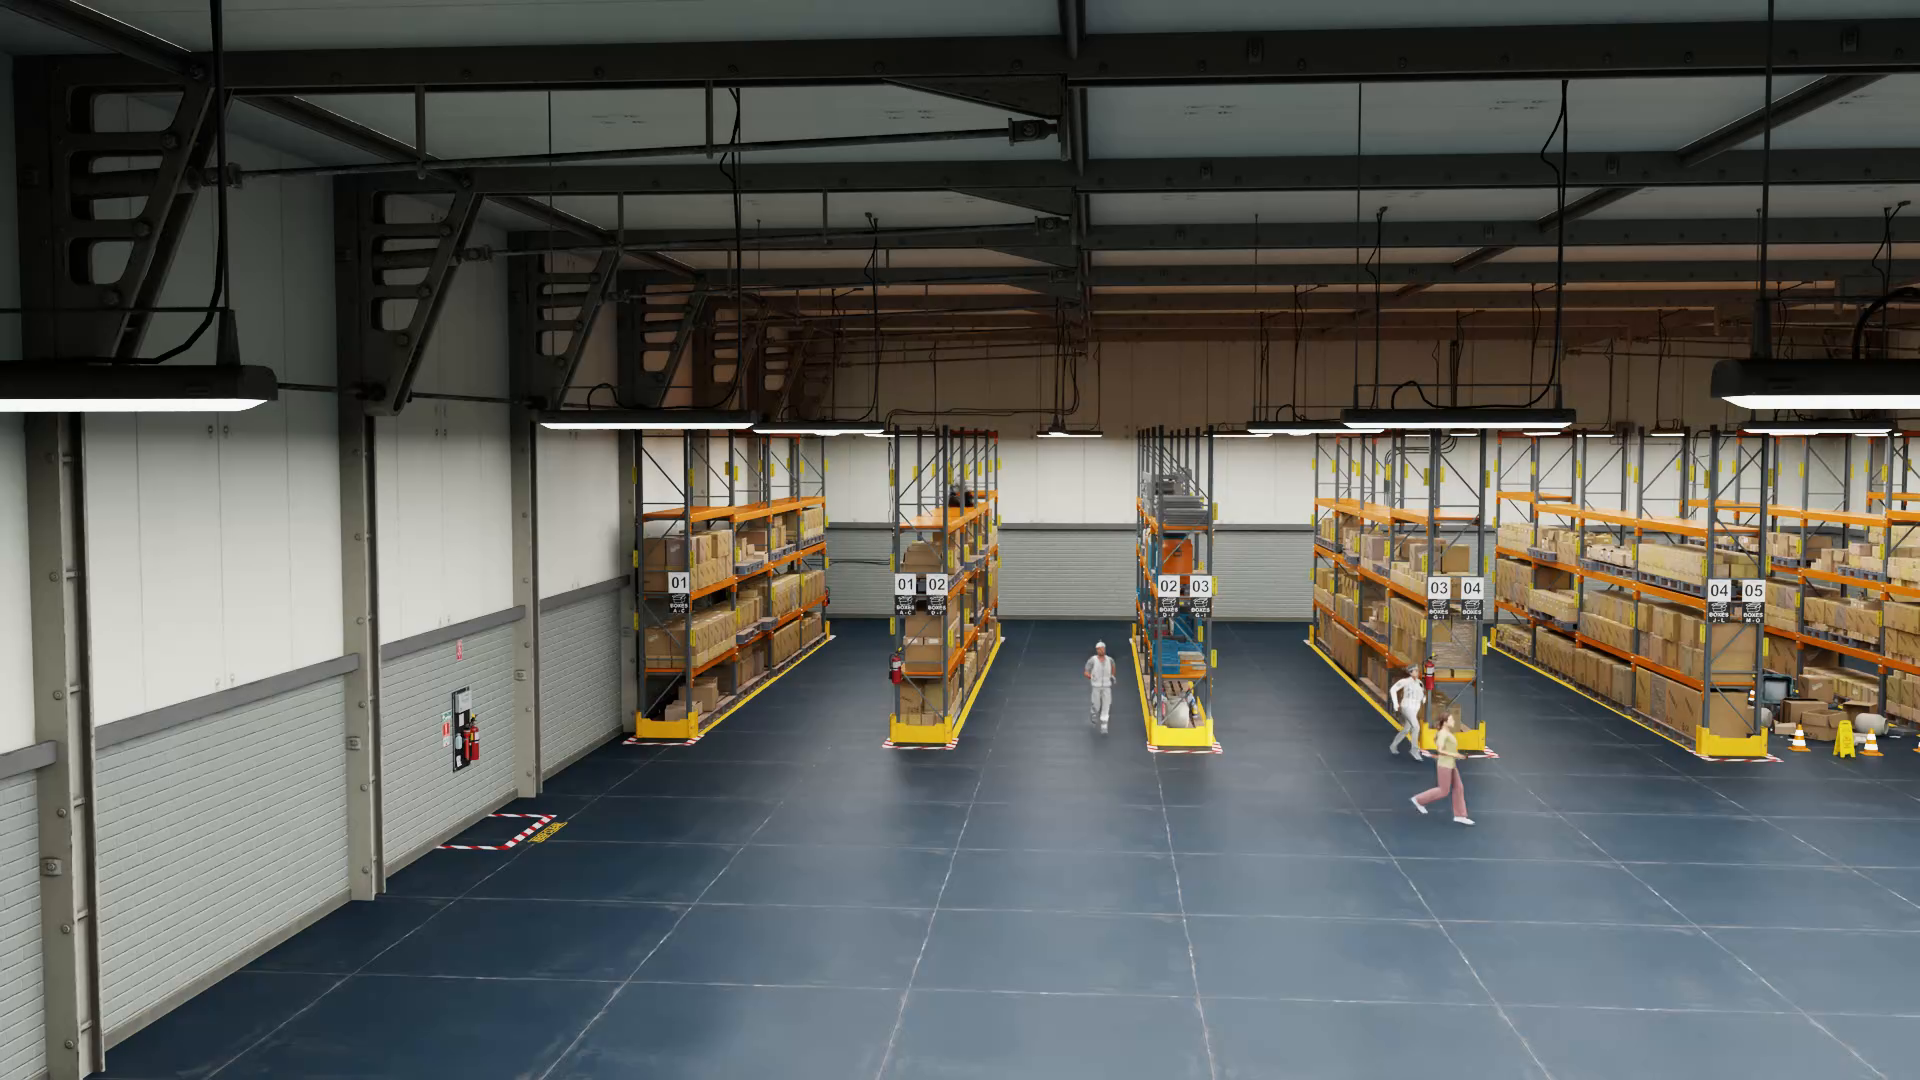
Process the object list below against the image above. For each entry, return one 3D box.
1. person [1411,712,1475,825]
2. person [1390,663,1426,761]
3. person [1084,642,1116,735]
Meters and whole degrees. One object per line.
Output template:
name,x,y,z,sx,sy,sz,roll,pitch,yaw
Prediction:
person,7.231,3.402,24.853,0.922,1.668,0.579,2,4,25
person,8.173,3.075,30.002,0.603,1.689,0.779,-2,4,-32
person,2.757,2.871,32.446,0.658,1.768,0.971,-1,3,-9
